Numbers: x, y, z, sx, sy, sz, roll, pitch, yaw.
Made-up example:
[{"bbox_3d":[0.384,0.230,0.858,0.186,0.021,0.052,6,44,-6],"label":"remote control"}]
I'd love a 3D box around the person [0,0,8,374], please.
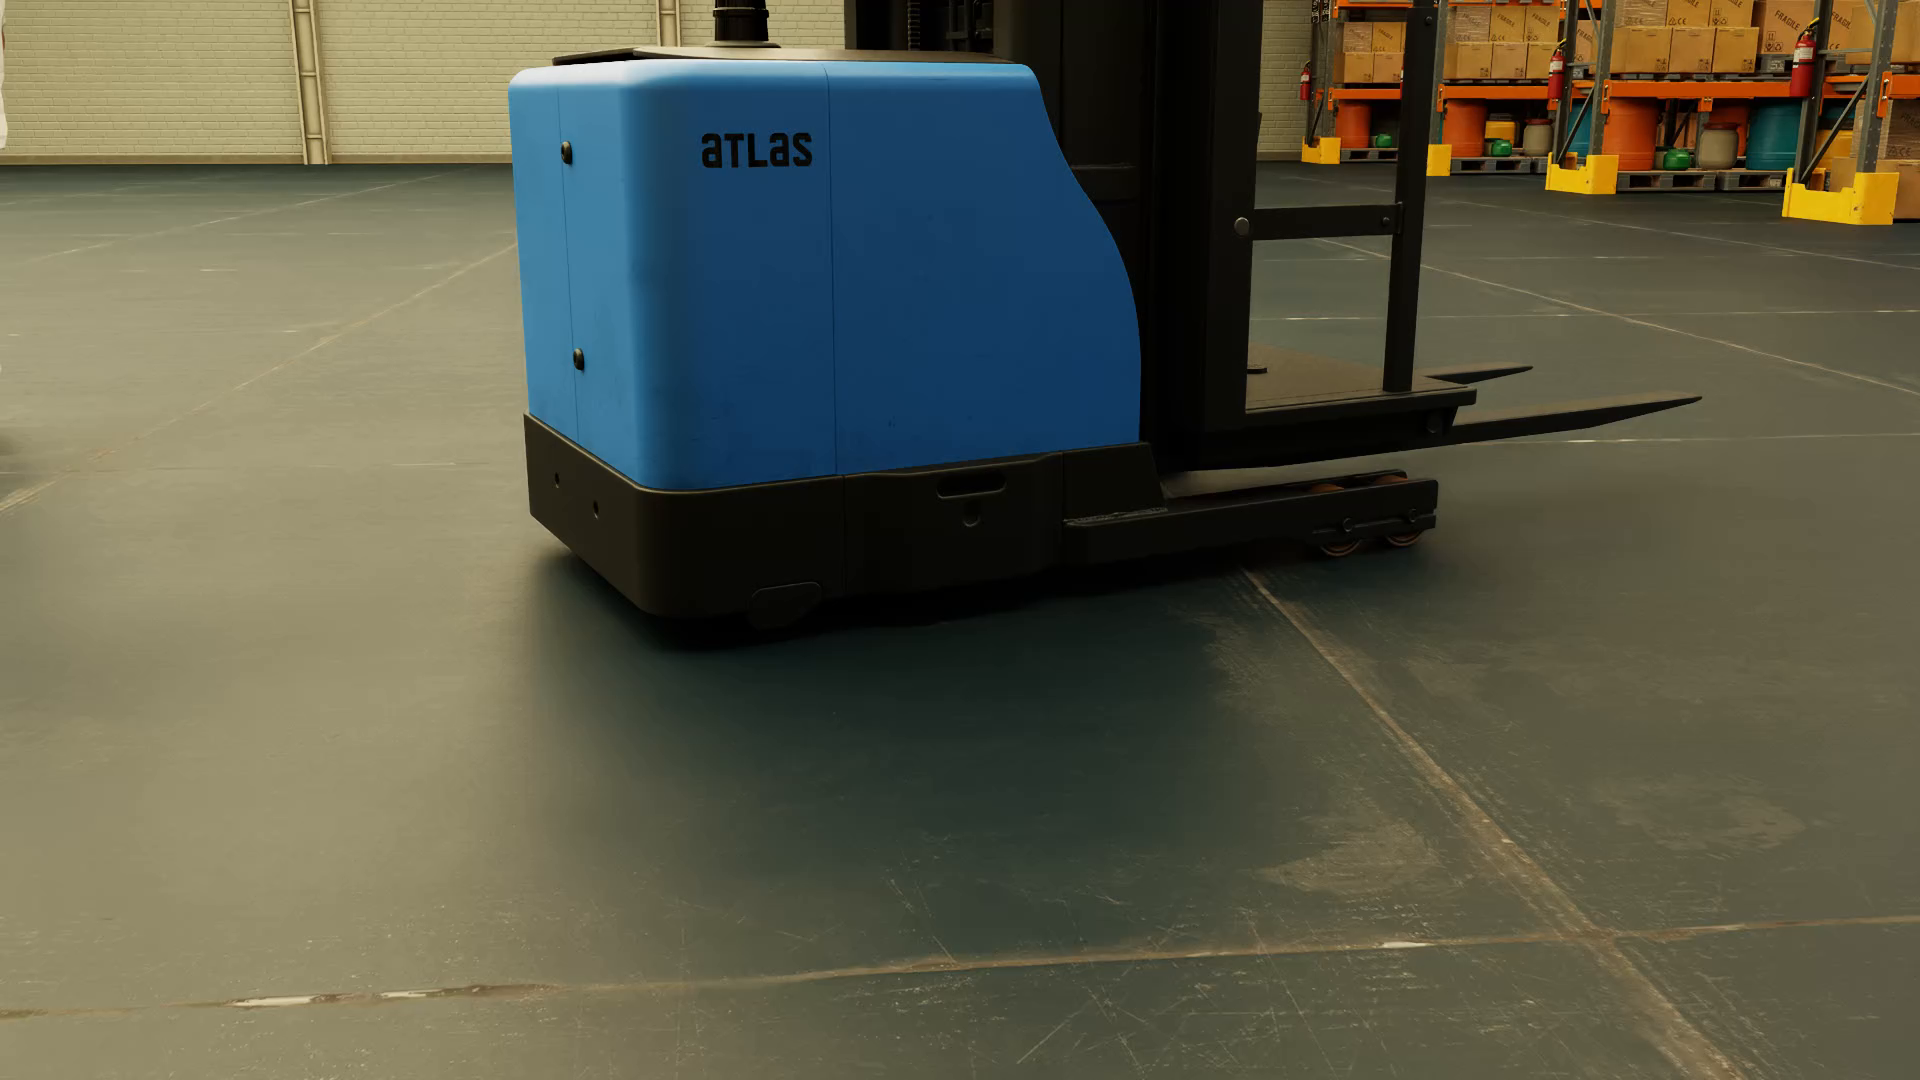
[{"bbox_3d":[-3.086,-1.173,4.864,0.575,1.785,0.656,-1,15,-3],"label":"person"}]

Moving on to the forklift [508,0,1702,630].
[{"bbox_3d":[0.538,-1.490,3.837,3.031,2.935,1.130,-8,17,-27],"label":"forklift"}]
